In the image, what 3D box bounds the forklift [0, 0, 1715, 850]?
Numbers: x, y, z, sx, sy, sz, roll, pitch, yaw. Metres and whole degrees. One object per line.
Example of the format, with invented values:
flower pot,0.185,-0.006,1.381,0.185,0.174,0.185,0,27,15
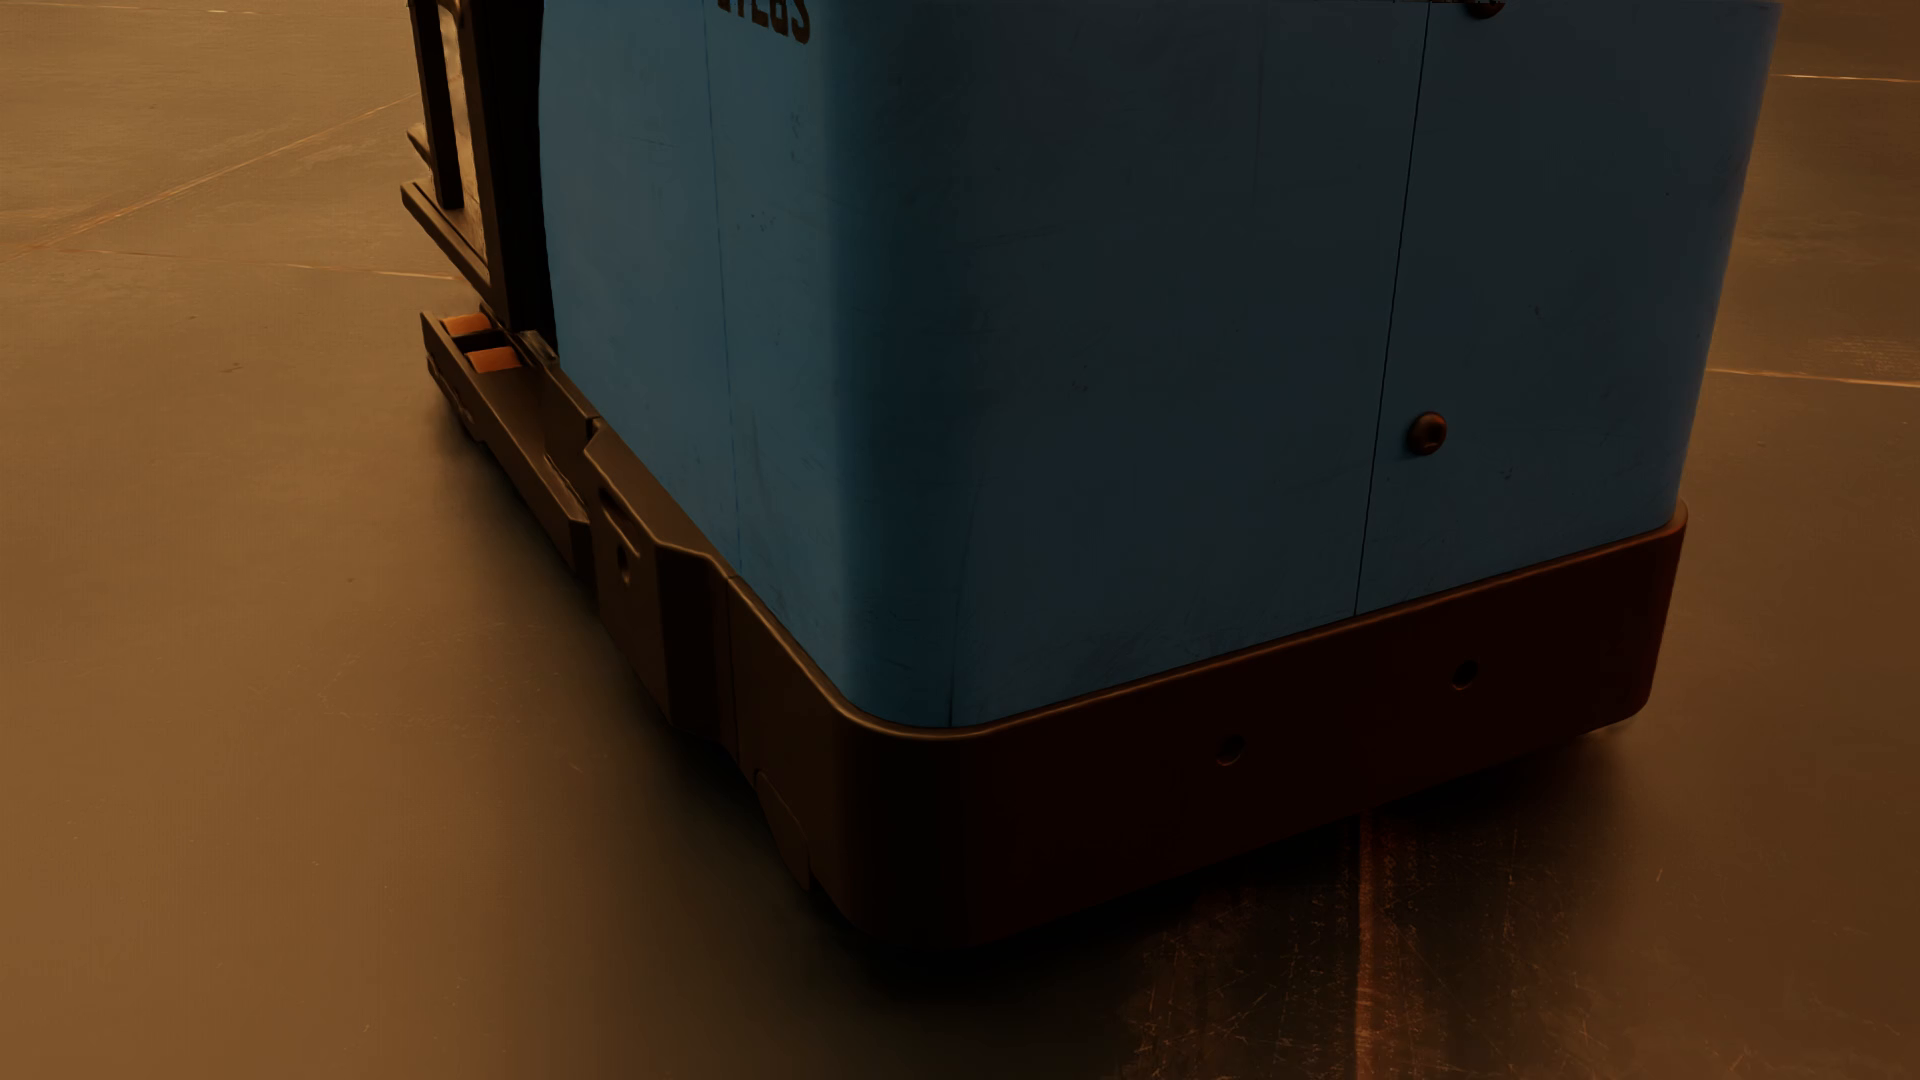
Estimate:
forklift,-0.571,-1.432,2.084,3.031,2.935,1.130,13,30,24
